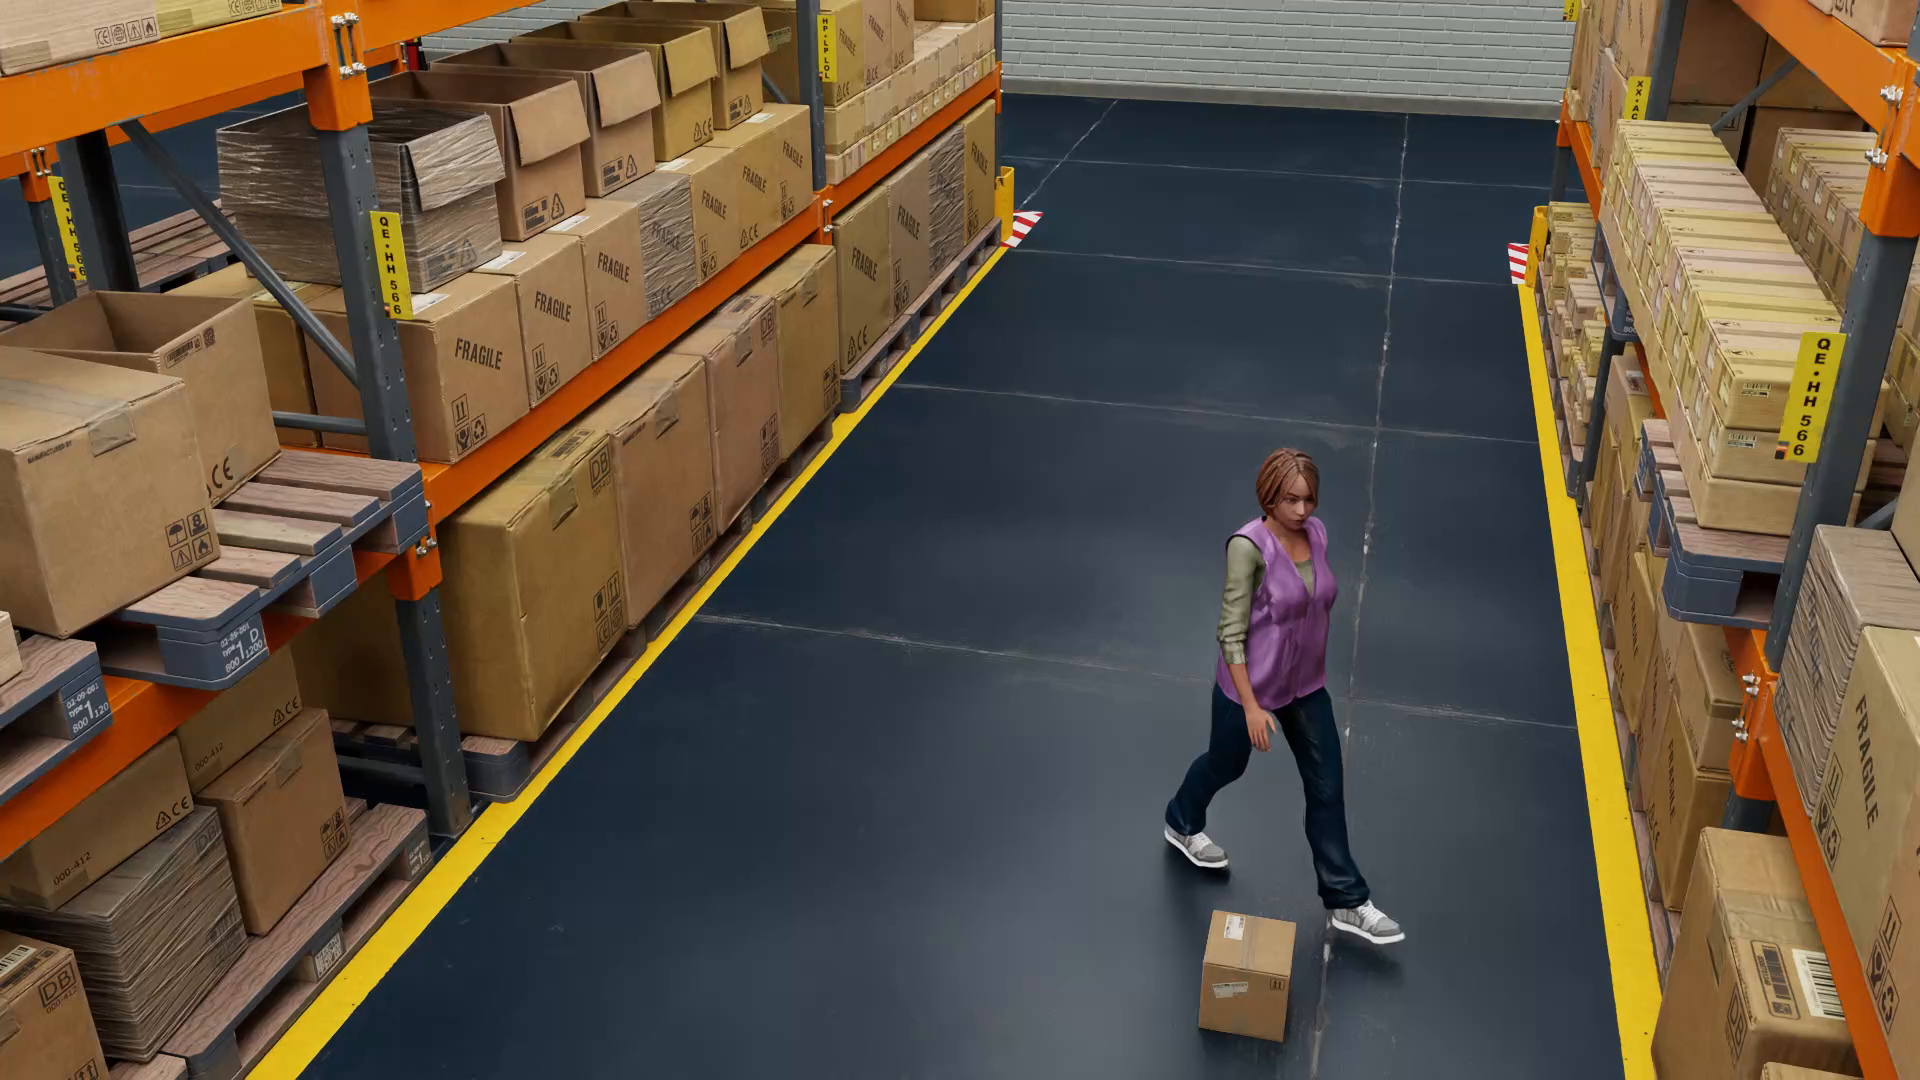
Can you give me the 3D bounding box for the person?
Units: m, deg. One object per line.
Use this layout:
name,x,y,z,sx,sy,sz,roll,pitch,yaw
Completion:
person,1.016,0.484,5.136,0.446,1.550,0.922,-13,29,-25
